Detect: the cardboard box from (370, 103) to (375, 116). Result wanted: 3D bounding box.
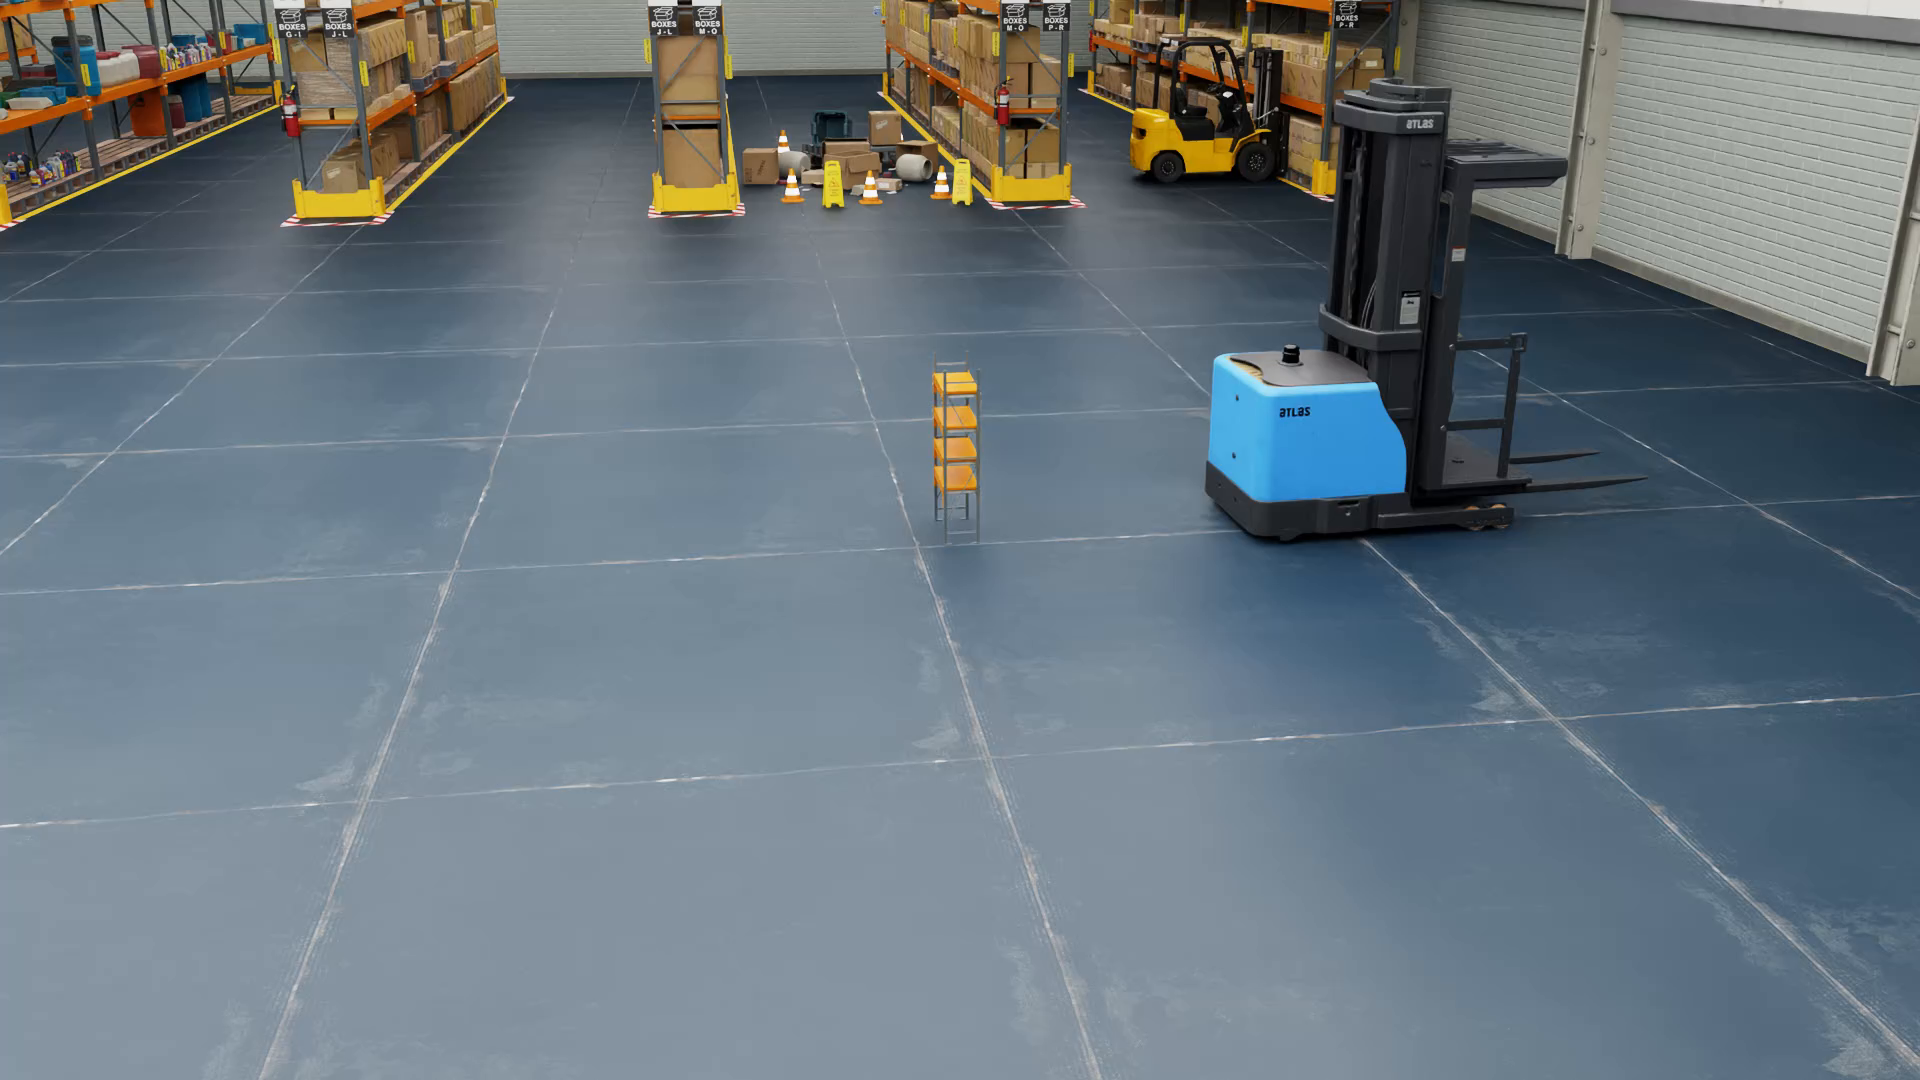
[{"bbox_3d":[-8.581,-6.149,23.752,0.380,0.149,0.250,-3,21,-8],"label":"cardboard box"}]

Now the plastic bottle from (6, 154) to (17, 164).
[{"bbox_3d":[-14.482,-5.716,25.390,0.144,0.351,0.185,-4,21,-10],"label":"plastic bottle"}]

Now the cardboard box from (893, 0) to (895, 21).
[{"bbox_3d":[-1.214,-11.827,37.022,0.500,0.500,0.500,-3,21,-8],"label":"cardboard box"}]

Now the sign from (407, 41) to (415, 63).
[{"bbox_3d":[-8.778,-7.802,26.581,0.100,0.325,0.005,-3,21,-8],"label":"sign"}]

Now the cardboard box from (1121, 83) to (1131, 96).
[{"bbox_3d":[3.828,-10.105,37.293,0.396,0.266,0.258,-2,21,-6],"label":"cardboard box"}]

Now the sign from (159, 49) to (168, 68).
[{"bbox_3d":[-14.249,-8.608,29.744,0.100,0.325,0.005,-3,21,-8],"label":"sign"}]

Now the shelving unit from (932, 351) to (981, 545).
[{"bbox_3d":[-0.024,-0.619,11.160,0.258,1.200,0.503,-3,21,-8],"label":"shelving unit"}]

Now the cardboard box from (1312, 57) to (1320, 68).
[{"bbox_3d":[5.587,-7.277,25.341,0.380,0.149,0.250,-3,21,-7],"label":"cardboard box"}]

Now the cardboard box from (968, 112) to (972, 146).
[{"bbox_3d":[0.399,-6.724,27.189,0.500,0.500,0.500,-2,21,-6],"label":"cardboard box"}]

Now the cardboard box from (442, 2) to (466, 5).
[{"bbox_3d":[-11.170,-11.589,36.674,0.500,0.500,0.500,-3,21,-9],"label":"cardboard box"}]

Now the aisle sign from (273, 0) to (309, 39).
[{"bbox_3d":[-9.025,-7.163,22.391,0.394,0.787,0.004,-3,21,-8],"label":"aisle sign"}]

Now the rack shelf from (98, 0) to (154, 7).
[{"bbox_3d":[-15.080,-10.262,31.146,1.077,0.370,4.000,-3,21,-8],"label":"rack shelf"}]

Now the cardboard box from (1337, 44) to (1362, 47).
[{"bbox_3d":[6.066,-7.620,25.835,0.380,0.149,0.250,-3,21,-7],"label":"cardboard box"}]

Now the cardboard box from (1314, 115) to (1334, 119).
[{"bbox_3d":[5.961,-6.632,26.588,0.500,0.250,0.500,-3,21,-8],"label":"cardboard box"}]

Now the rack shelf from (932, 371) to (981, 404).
[{"bbox_3d":[-0.024,-0.988,11.022,0.258,0.148,0.480,-3,21,-8],"label":"rack shelf"}]

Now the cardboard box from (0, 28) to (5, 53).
[{"bbox_3d":[-20.296,-10.401,34.635,0.500,0.500,0.500,-3,21,-9],"label":"cardboard box"}]

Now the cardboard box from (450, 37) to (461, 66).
[{"bbox_3d":[-9.845,-9.336,31.782,0.500,0.500,0.500,-3,21,-9],"label":"cardboard box"}]

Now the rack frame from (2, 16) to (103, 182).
[{"bbox_3d":[-14.215,-7.117,25.983,1.000,3.000,0.127,-3,21,-8],"label":"rack frame"}]

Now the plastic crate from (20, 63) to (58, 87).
[{"bbox_3d":[-14.588,-7.299,26.380,0.402,0.464,0.583,-3,21,-8],"label":"plastic crate"}]

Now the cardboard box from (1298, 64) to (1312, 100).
[{"bbox_3d":[5.584,-7.117,25.841,0.500,0.500,0.500,-2,21,-6],"label":"cardboard box"}]

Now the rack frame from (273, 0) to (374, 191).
[{"bbox_3d":[-8.738,-5.981,22.944,1.000,3.000,0.127,-3,21,-8],"label":"rack frame"}]

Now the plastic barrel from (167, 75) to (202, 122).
[{"bbox_3d":[-15.205,-8.666,32.530,0.600,0.901,0.708,-3,21,-8],"label":"plastic barrel"}]

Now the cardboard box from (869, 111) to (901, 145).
[{"bbox_3d":[-1.265,-6.950,28.027,0.500,0.500,0.500,-3,21,-8],"label":"cardboard box"}]

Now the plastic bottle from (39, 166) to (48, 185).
[{"bbox_3d":[-13.641,-5.422,24.716,0.097,0.271,0.097,0,20,0],"label":"plastic bottle"}]

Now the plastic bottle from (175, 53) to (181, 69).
[{"bbox_3d":[-14.657,-8.969,31.126,0.097,0.271,0.097,0,20,0],"label":"plastic bottle"}]

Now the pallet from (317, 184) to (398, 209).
[{"bbox_3d":[-8.831,-4.985,24.260,1.003,0.211,1.213,-3,21,-8],"label":"pallet"}]

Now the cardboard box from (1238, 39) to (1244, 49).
[{"bbox_3d":[5.080,-8.664,29.057,0.380,0.149,0.250,-3,21,-9],"label":"cardboard box"}]

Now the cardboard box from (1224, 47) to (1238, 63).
[{"bbox_3d":[4.999,-8.617,29.499,0.500,0.250,0.500,-3,21,-9],"label":"cardboard box"}]

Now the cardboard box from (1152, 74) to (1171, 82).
[{"bbox_3d":[4.256,-9.717,34.990,0.380,0.149,0.250,-3,21,-8],"label":"cardboard box"}]

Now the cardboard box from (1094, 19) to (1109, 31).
[{"bbox_3d":[3.473,-12.171,39.305,0.500,0.250,0.500,-3,21,-7],"label":"cardboard box"}]

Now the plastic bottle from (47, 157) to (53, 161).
[{"bbox_3d":[-13.953,-5.756,25.604,0.152,0.276,0.135,-3,21,-8],"label":"plastic bottle"}]

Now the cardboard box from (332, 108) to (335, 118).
[{"bbox_3d":[-9.018,-6.039,23.456,0.380,0.149,0.250,-3,21,-8],"label":"cardboard box"}]

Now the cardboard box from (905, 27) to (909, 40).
[{"bbox_3d":[-0.876,-10.633,34.899,0.500,0.250,0.500,-4,21,-9],"label":"cardboard box"}]

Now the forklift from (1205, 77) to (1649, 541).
[{"bbox_3d":[3.328,-1.612,11.342,3.031,2.935,1.130,-4,21,-11],"label":"forklift"}]

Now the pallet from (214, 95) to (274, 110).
[{"bbox_3d":[-15.865,-9.678,36.825,1.003,0.211,1.213,-3,21,-8],"label":"pallet"}]

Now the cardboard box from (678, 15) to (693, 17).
[{"bbox_3d":[-4.839,-9.151,29.858,0.700,0.500,0.500,-3,21,-9],"label":"cardboard box"}]

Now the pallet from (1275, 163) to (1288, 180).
[{"bbox_3d":[5.656,-6.111,27.276,1.003,0.211,1.213,-3,21,-8],"label":"pallet"}]

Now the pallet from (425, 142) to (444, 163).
[{"bbox_3d":[-9.607,-6.753,28.995,1.003,0.211,1.213,-3,21,-8],"label":"pallet"}]

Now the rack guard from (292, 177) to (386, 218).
[{"bbox_3d":[-8.749,-4.837,23.452,1.175,0.500,0.348,-3,21,-8],"label":"rack guard"}]

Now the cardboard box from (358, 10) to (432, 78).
[{"bbox_3d":[-9.290,-8.126,27.229,1.000,1.000,1.000,-3,21,-7],"label":"cardboard box"}]

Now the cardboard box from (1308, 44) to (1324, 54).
[{"bbox_3d":[5.627,-7.599,25.781,0.380,0.149,0.250,-3,21,-7],"label":"cardboard box"}]

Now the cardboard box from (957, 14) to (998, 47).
[{"bbox_3d":[0.341,-8.358,27.309,0.700,0.500,0.500,-3,21,-8],"label":"cardboard box"}]

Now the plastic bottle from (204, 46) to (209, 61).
[{"bbox_3d":[-14.913,-9.634,32.890,0.061,0.283,0.133,-3,21,-8],"label":"plastic bottle"}]

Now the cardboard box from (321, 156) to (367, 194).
[{"bbox_3d":[-8.811,-5.224,23.889,0.500,0.500,0.500,1,20,2],"label":"cardboard box"}]

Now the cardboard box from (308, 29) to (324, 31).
[{"bbox_3d":[-9.139,-6.987,23.639,0.500,0.500,0.500,-3,21,-8],"label":"cardboard box"}]

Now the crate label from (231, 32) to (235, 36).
[{"bbox_3d":[-16.235,-11.119,36.853,0.416,0.233,0.303,-3,21,-8],"label":"crate label"}]

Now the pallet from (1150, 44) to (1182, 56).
[{"bbox_3d":[4.542,-10.086,34.208,1.003,0.211,1.213,-3,21,-8],"label":"pallet"}]

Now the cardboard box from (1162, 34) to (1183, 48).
[{"bbox_3d":[4.355,-9.978,33.259,0.500,0.250,0.500,-4,21,-10],"label":"cardboard box"}]

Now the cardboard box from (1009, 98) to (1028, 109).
[{"bbox_3d":[0.803,-6.482,24.644,0.380,0.149,0.250,-2,21,-6],"label":"cardboard box"}]

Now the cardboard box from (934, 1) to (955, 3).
[{"bbox_3d":[-0.348,-11.009,34.834,0.500,0.500,0.500,-2,21,-6],"label":"cardboard box"}]

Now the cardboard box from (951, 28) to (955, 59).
[{"bbox_3d":[0.126,-8.569,28.704,0.500,0.500,0.500,-3,21,-7],"label":"cardboard box"}]

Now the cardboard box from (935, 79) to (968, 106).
[{"bbox_3d":[-0.102,-8.696,32.648,0.875,0.875,0.875,-3,21,-8],"label":"cardboard box"}]

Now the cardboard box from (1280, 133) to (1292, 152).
[{"bbox_3d":[5.444,-6.380,26.627,0.500,0.250,0.500,-3,21,-9],"label":"cardboard box"}]
